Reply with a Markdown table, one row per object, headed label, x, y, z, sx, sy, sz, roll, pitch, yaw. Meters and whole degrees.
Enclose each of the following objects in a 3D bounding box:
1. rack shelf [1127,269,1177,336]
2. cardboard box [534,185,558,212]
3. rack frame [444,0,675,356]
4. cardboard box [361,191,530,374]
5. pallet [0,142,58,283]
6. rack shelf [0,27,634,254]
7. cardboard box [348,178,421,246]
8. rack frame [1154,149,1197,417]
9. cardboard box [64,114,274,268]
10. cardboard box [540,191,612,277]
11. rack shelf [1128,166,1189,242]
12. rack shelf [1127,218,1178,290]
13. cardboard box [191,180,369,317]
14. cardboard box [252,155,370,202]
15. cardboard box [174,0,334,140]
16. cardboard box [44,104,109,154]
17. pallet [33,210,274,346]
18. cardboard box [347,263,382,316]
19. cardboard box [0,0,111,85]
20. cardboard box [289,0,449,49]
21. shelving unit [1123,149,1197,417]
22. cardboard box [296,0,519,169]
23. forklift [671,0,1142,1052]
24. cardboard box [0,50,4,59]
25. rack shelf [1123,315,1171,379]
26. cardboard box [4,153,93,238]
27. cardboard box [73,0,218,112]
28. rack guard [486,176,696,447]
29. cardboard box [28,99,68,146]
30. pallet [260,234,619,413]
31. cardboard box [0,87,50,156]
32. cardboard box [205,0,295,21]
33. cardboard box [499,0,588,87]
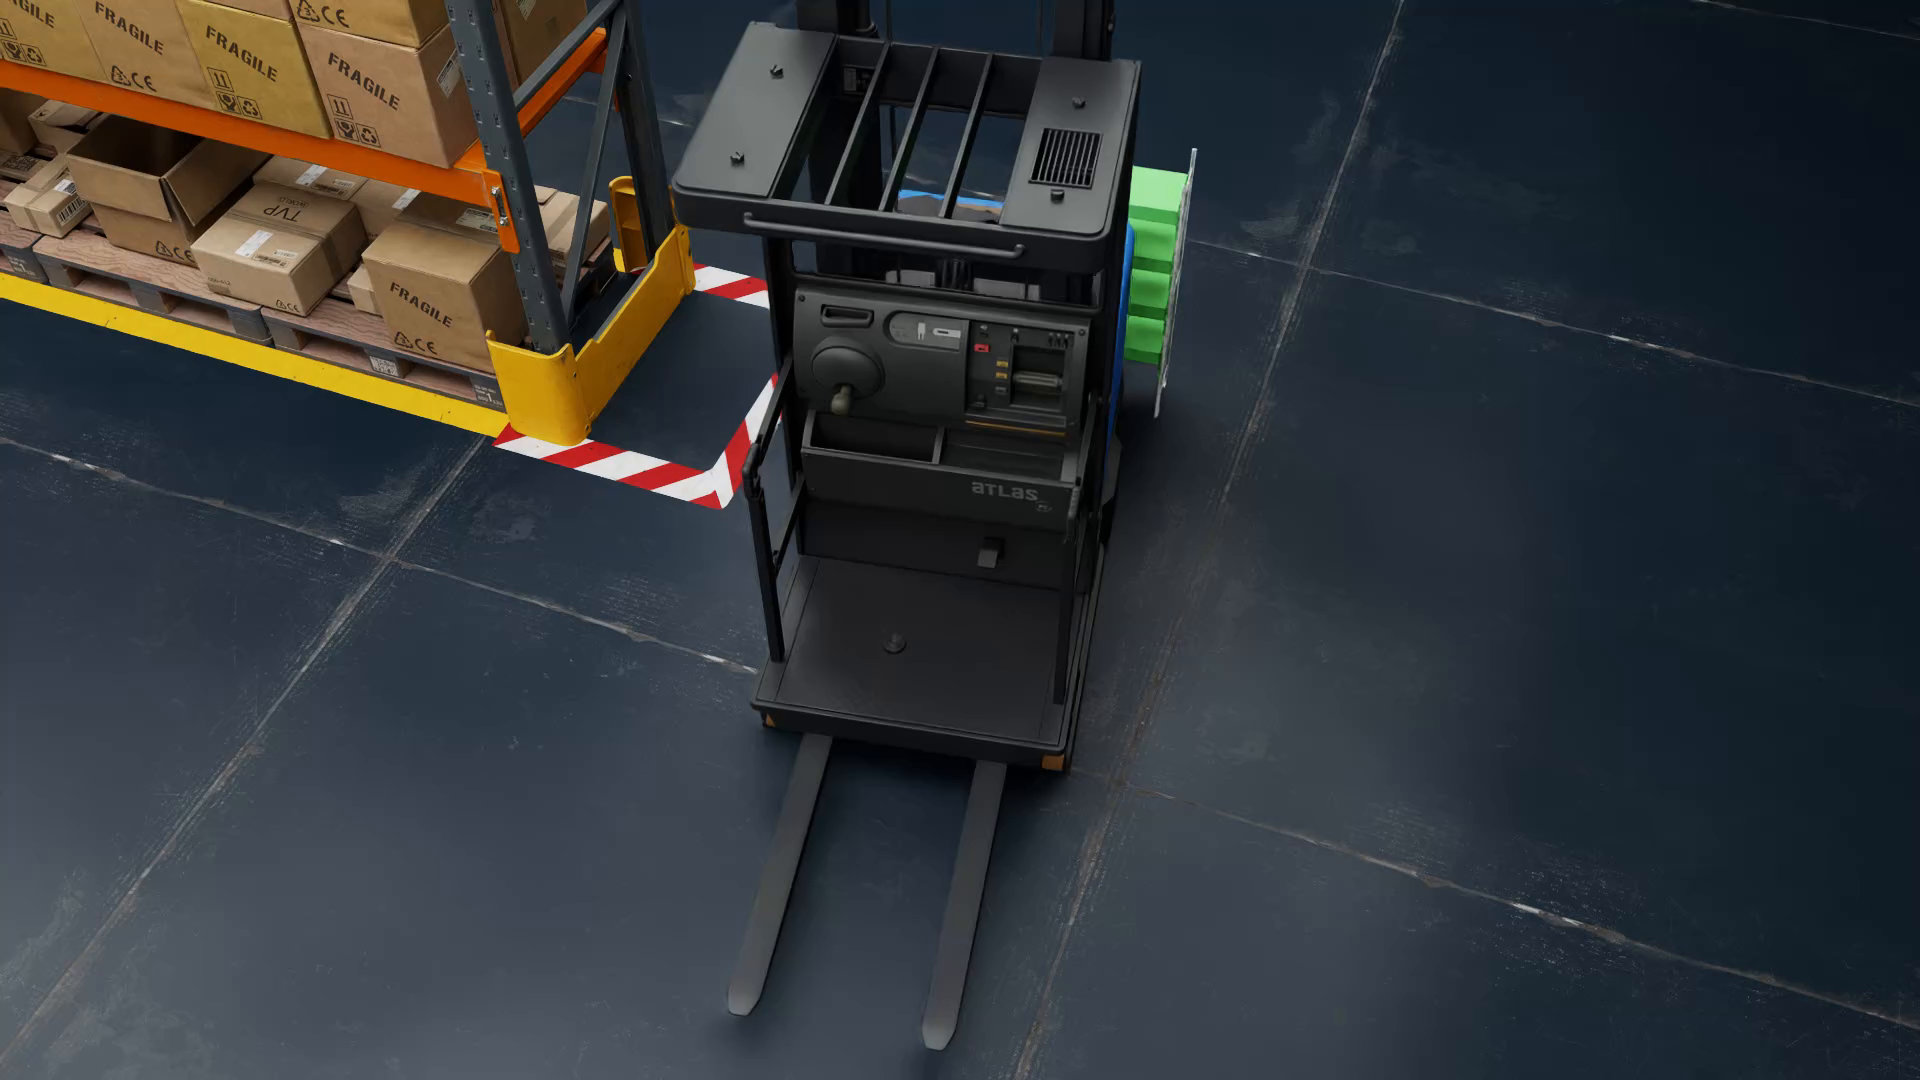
| label | x | y | z | sx | sy | sz | roll | pitch | yaw |
| --- | --- | --- | --- | --- | --- | --- | --- | --- | --- |
| rack shelf | 0.626 | -1.008 | 6.780 | 0.480 | 0.148 | 0.258 | 11 | 50 | 9 |
| cardboard box | -1.994 | -1.433 | 7.458 | 0.250 | 0.166 | 0.380 | 16 | 51 | 13 |
| rack frame | -1.486 | -1.798 | 6.190 | 0.127 | 3.000 | 1.000 | 16 | 51 | 13 |
| cardboard box | -2.081 | -1.092 | 6.941 | 0.500 | 0.500 | 0.500 | 16 | 51 | 13 |
| pallet | -4.594 | -1.752 | 7.996 | 1.213 | 0.211 | 1.003 | 16 | 51 | 13 |
| rack shelf | -3.362 | -2.087 | 6.916 | 4.000 | 0.370 | 1.077 | 16 | 51 | 13 |
| cardboard box | -2.366 | -1.516 | 7.474 | 0.500 | 0.250 | 0.500 | 16 | 51 | 13 |
| rack frame | 0.862 | -1.005 | 6.693 | 0.015 | 1.200 | 0.240 | 11 | 50 | 9 |
| cardboard box | -3.474 | -1.684 | 7.452 | 0.637 | 0.503 | 0.797 | 16 | 51 | 13 |
| cardboard box | -1.759 | -1.362 | 7.408 | 0.250 | 0.149 | 0.380 | 16 | 51 | 13 |
| rack shelf | 0.626 | -1.323 | 6.418 | 0.480 | 0.148 | 0.258 | 11 | 50 | 9 |
| rack shelf | 0.626 | -1.165 | 6.599 | 0.480 | 0.148 | 0.258 | 11 | 50 | 9 |
| cardboard box | -2.962 | -1.280 | 7.269 | 0.500 | 0.250 | 0.500 | 16 | 51 | 13 |
| cardboard box | -2.835 | -1.647 | 7.588 | 0.500 | 0.250 | 0.500 | 16 | 51 | 13 |
| cardboard box | -2.488 | -1.889 | 6.203 | 0.500 | 0.500 | 0.500 | 16 | 51 | 13 |
| cardboard box | -3.902 | -1.965 | 7.823 | 0.500 | 0.311 | 0.500 | 16 | 51 | 13 |
| pallet | -3.446 | -1.434 | 7.720 | 1.213 | 0.211 | 1.003 | 16 | 51 | 13 |
| cardboard box | -2.430 | -1.152 | 7.214 | 0.250 | 0.166 | 0.380 | 16 | 51 | 13 |
| cardboard box | -3.427 | -2.156 | 6.434 | 0.500 | 0.500 | 0.500 | 15 | 51 | 13 |
| cardboard box | -1.999 | -2.080 | 5.707 | 0.500 | 0.500 | 0.500 | 15 | 51 | 13 |
| shelving unit | 0.626 | -1.050 | 6.732 | 0.503 | 1.200 | 0.258 | 11 | 50 | 9 |
| cardboard box | -2.000 | -1.756 | 6.087 | 0.500 | 0.500 | 0.500 | 17 | 51 | 14 |
| forklift | -0.101 | -0.450 | 5.067 | 1.130 | 2.935 | 3.031 | 8 | 50 | 7 |
| cardboard box | -3.904 | -2.288 | 6.548 | 0.500 | 0.500 | 0.500 | 15 | 51 | 13 |
| rack shelf | 0.625 | -0.851 | 6.962 | 0.480 | 0.148 | 0.258 | 11 | 50 | 9 |
| cardboard box | -4.104 | -1.579 | 7.584 | 0.250 | 0.166 | 0.380 | 16 | 51 | 13 |
| cardboard box | -2.954 | -2.023 | 6.319 | 0.500 | 0.500 | 0.500 | 16 | 51 | 13 |
| rack guard | -1.557 | -1.000 | 7.152 | 0.348 | 0.500 | 1.175 | 16 | 51 | 13 |
| cardboard box | -4.233 | -2.053 | 8.006 | 0.250 | 0.149 | 0.380 | 16 | 51 | 13 |
| pallet | -2.305 | -1.113 | 7.442 | 1.213 | 0.211 | 1.003 | 16 | 51 | 13 |
| cardboard box | -4.605 | -2.223 | 7.921 | 0.500 | 0.500 | 0.500 | 16 | 51 | 13 |
| cardboard box | -2.473 | -2.212 | 5.821 | 0.500 | 0.500 | 0.500 | 17 | 51 | 14 |
| cardboard box | -1.811 | -2.134 | 6.415 | 0.500 | 0.500 | 0.500 | 17 | 51 | 14 |
